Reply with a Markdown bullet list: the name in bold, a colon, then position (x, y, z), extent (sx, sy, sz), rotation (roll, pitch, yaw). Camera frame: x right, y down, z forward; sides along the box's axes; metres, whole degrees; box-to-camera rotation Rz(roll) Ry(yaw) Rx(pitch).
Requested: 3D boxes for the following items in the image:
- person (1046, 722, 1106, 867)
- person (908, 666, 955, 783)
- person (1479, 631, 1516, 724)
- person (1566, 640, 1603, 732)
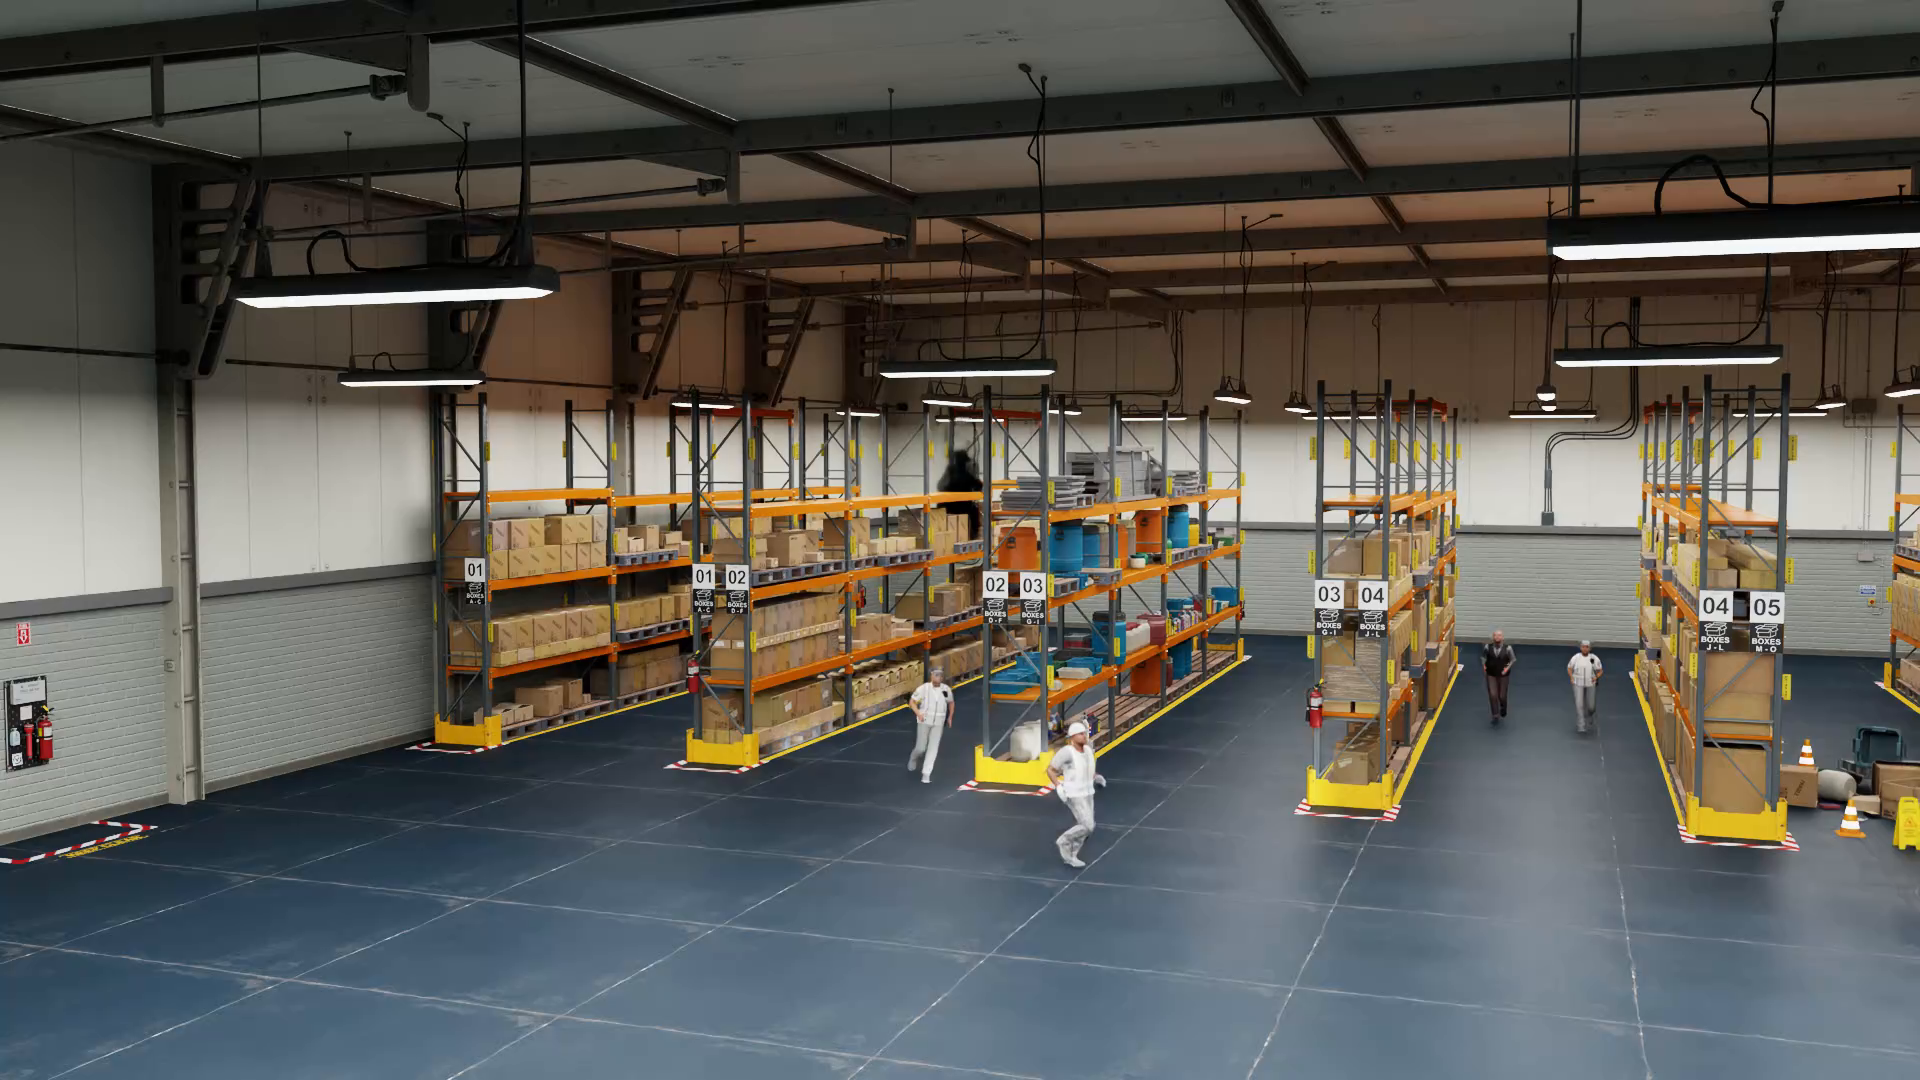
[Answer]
- **person**: position (1.458, 3.063, 19.932), extent (0.597, 1.739, 0.675), rotation (3, 4, 41)
- **person**: position (-0.404, 2.784, 25.428), extent (0.719, 1.731, 0.845), rotation (-1, 3, -12)
- **person**: position (9.925, 2.520, 30.739), extent (0.671, 1.706, 0.692), rotation (1, 3, 22)
- **person**: position (11.197, 2.603, 29.827), extent (0.611, 1.619, 0.664), rotation (1, 3, 20)
